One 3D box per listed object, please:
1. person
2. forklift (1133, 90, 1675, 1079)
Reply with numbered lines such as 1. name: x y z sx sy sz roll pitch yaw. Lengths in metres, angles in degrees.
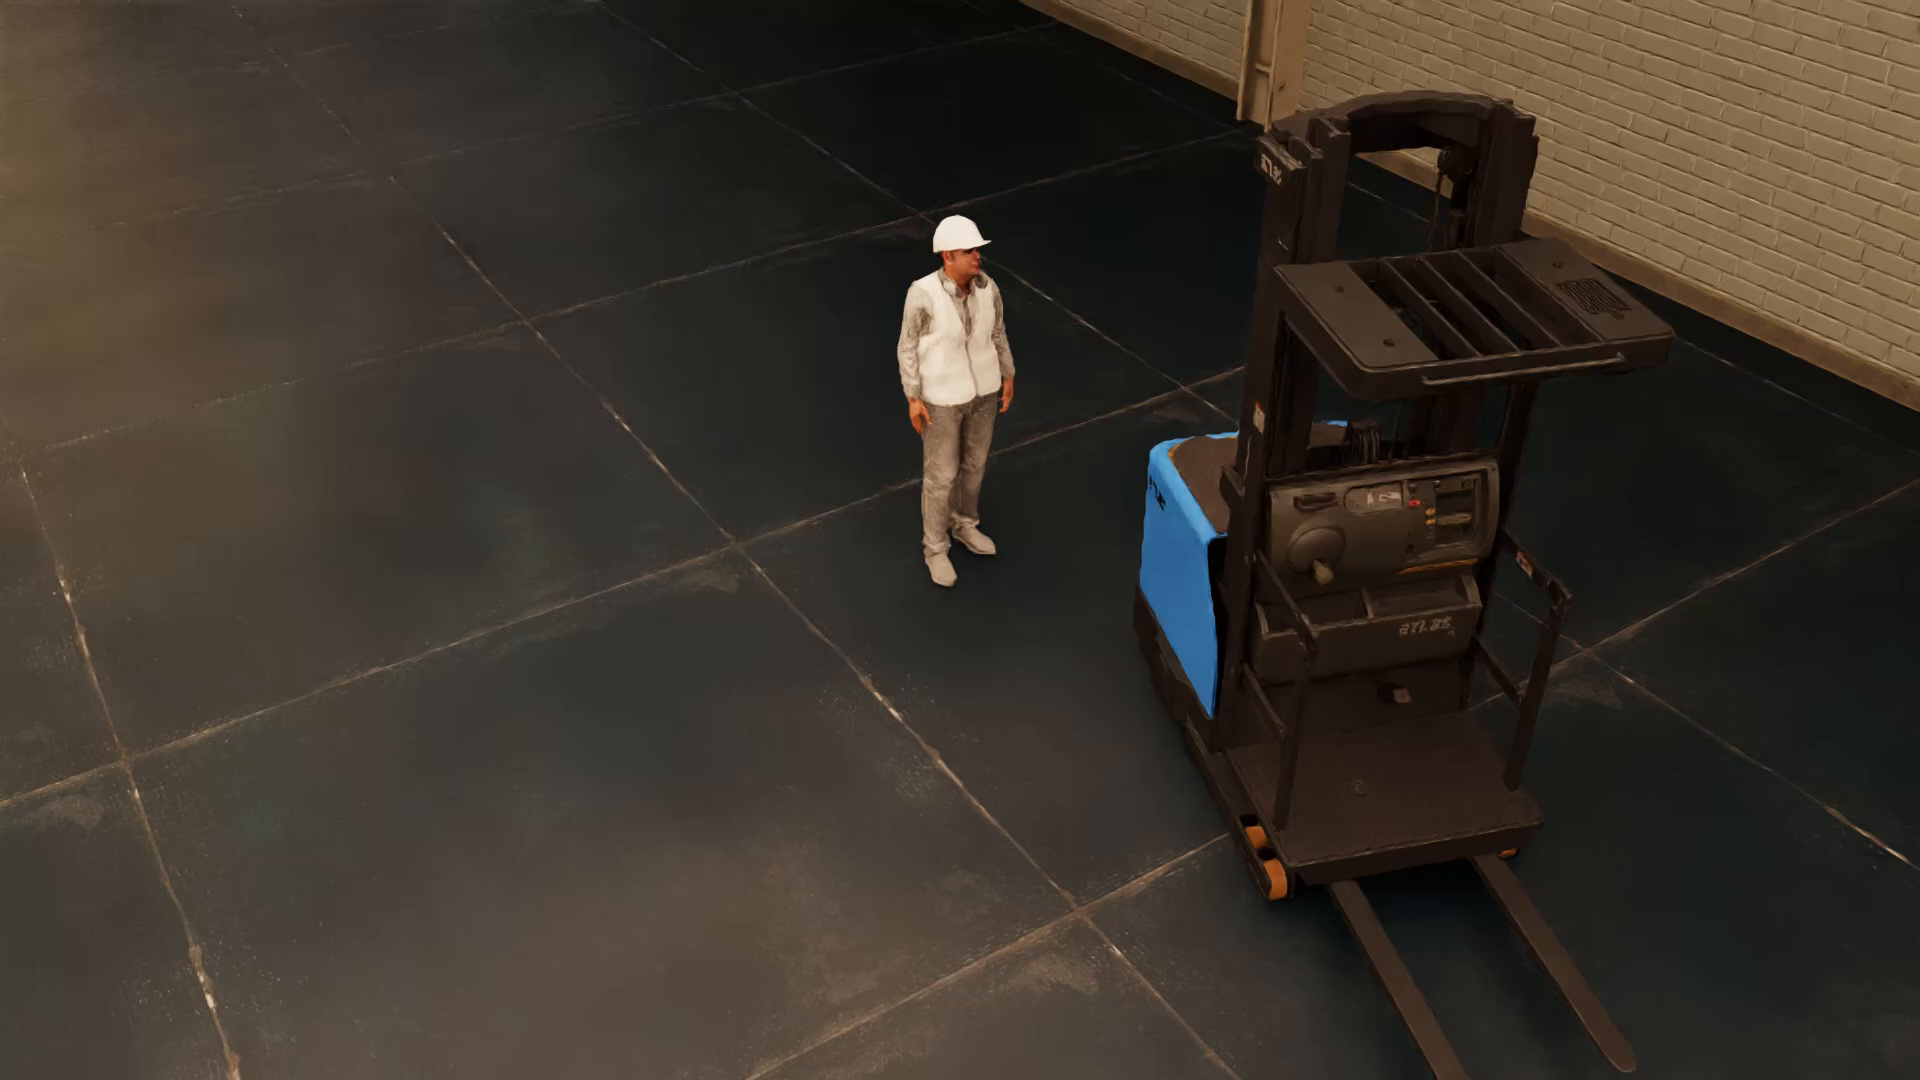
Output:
1. person: 0.027 -0.699 8.136 0.632 1.773 0.567 -21 40 -27
2. forklift: 1.664 -0.002 6.150 1.130 2.935 3.031 -8 36 -11
